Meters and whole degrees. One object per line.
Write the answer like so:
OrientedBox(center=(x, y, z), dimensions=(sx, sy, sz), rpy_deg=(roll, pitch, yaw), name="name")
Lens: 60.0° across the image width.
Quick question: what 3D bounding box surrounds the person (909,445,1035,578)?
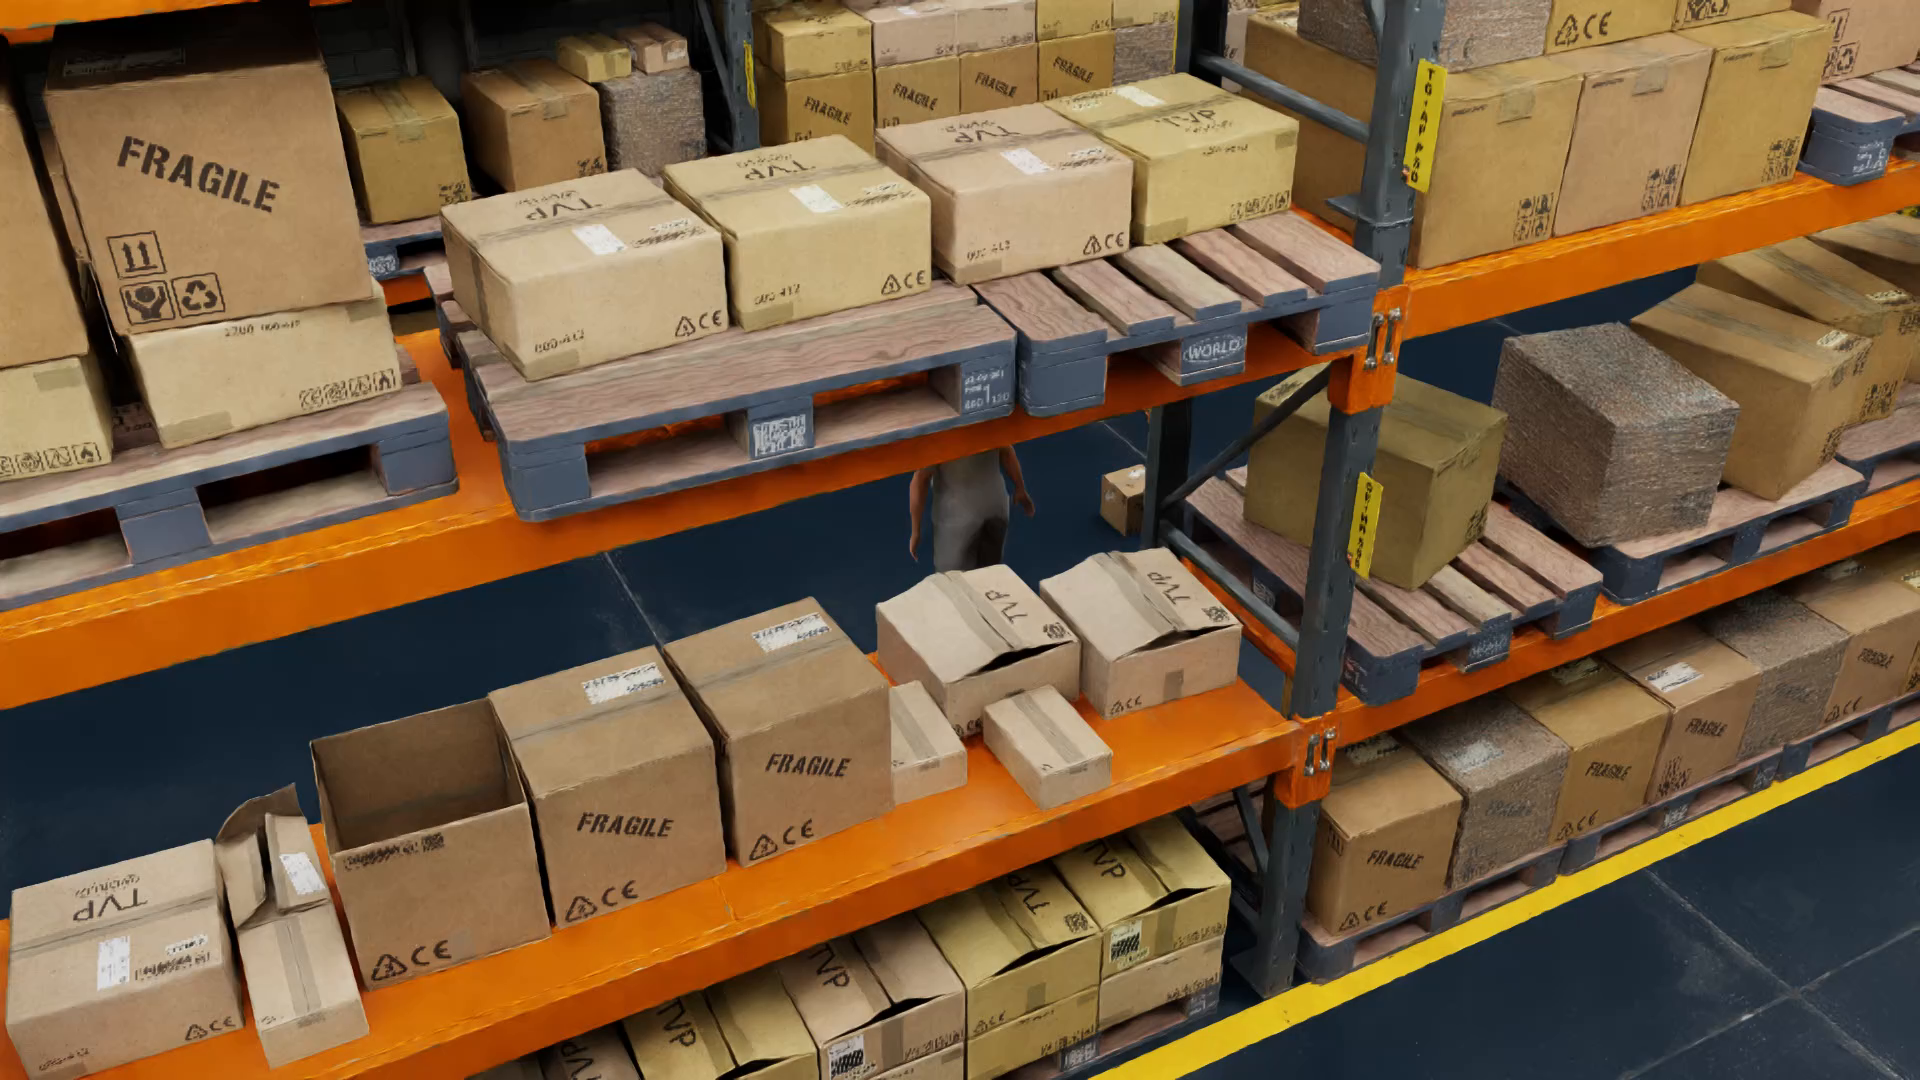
OrientedBox(center=(0.027, -0.130, 7.292), dimensions=(0.616, 1.673, 0.517), rpy_deg=(-19, 38, -26), name="person")
